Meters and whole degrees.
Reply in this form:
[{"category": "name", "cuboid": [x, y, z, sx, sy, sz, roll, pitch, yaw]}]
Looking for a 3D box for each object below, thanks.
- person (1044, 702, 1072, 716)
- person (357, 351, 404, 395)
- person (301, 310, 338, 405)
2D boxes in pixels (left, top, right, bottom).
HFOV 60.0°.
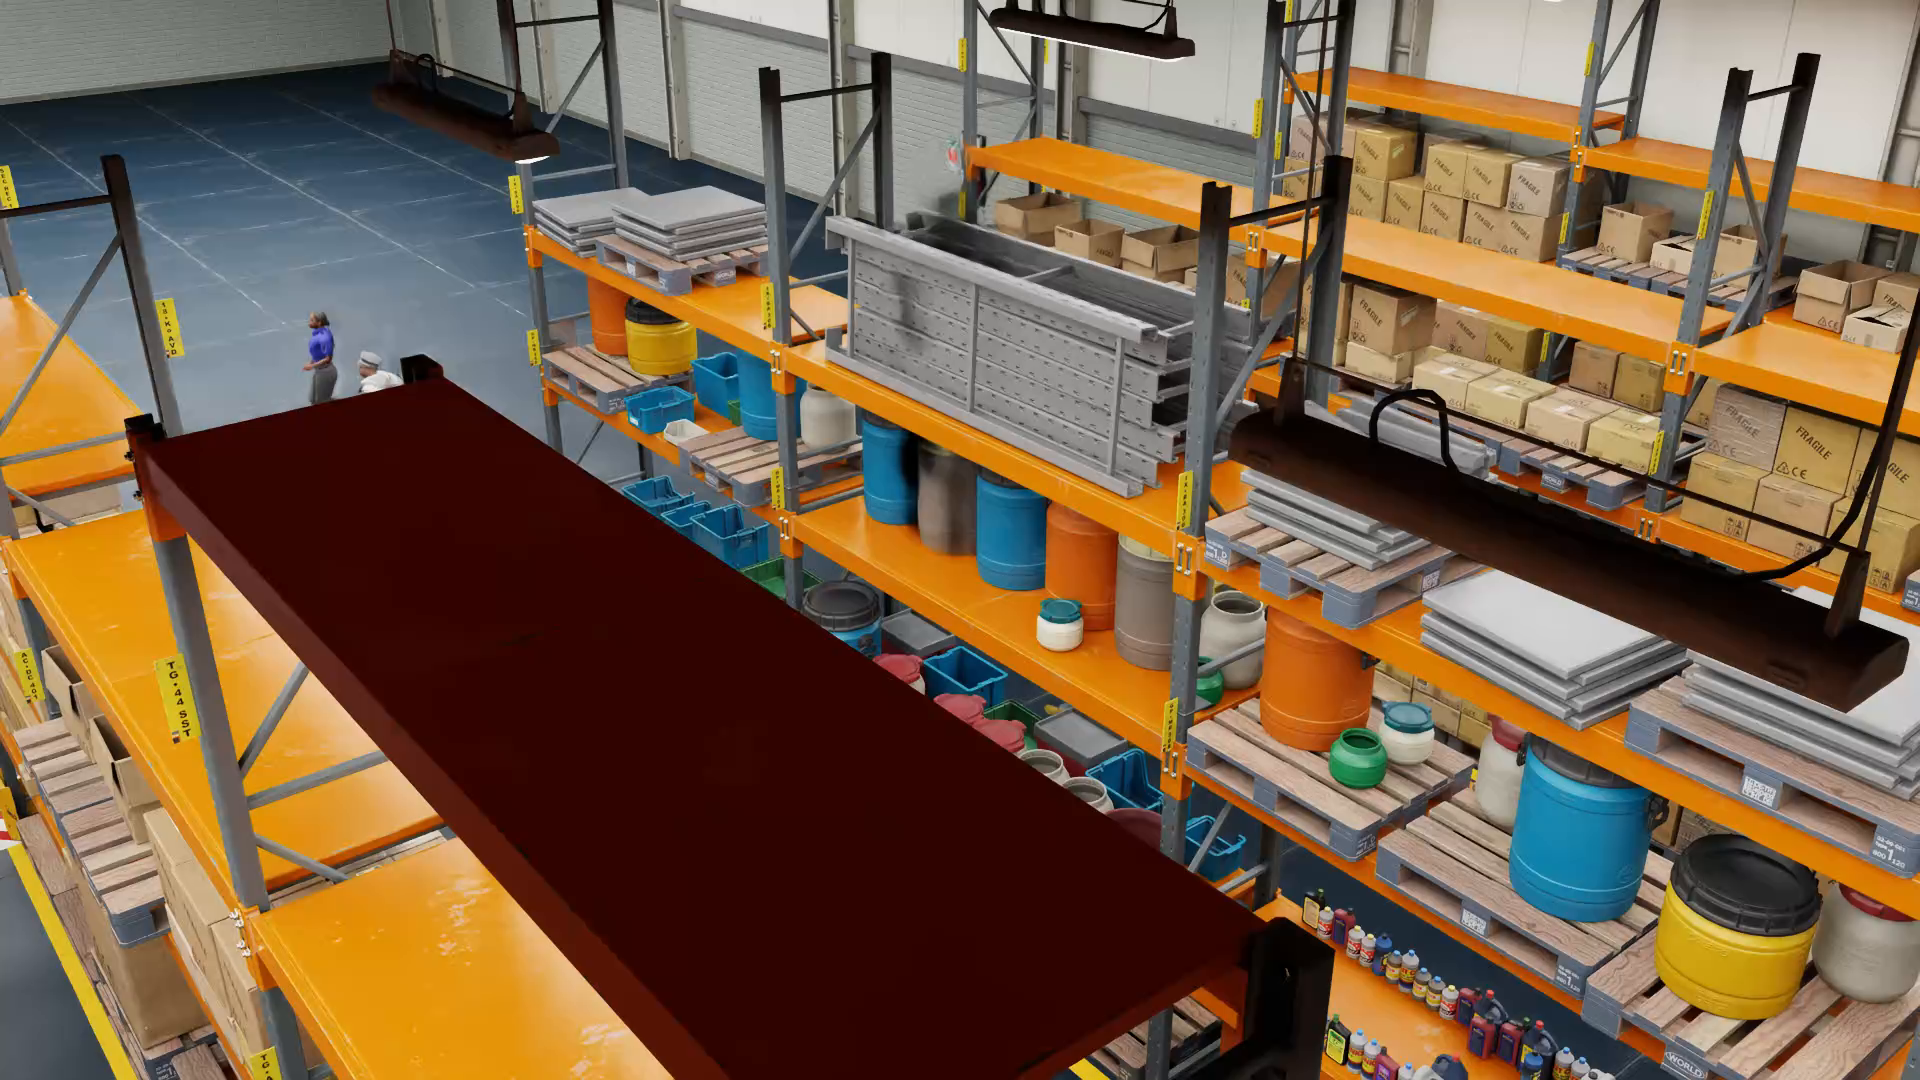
[{"category": "person", "cuboid": [1.027, 0.832, 13.898, 0.780, 1.755, 0.714, 21, 33, 36]}, {"category": "person", "cuboid": [-6.534, -1.254, 18.846, 0.799, 1.842, 0.645, -4, 26, -9]}, {"category": "person", "cuboid": [-7.873, -2.094, 20.739, 0.678, 1.607, 0.579, -10, 27, -19]}]
